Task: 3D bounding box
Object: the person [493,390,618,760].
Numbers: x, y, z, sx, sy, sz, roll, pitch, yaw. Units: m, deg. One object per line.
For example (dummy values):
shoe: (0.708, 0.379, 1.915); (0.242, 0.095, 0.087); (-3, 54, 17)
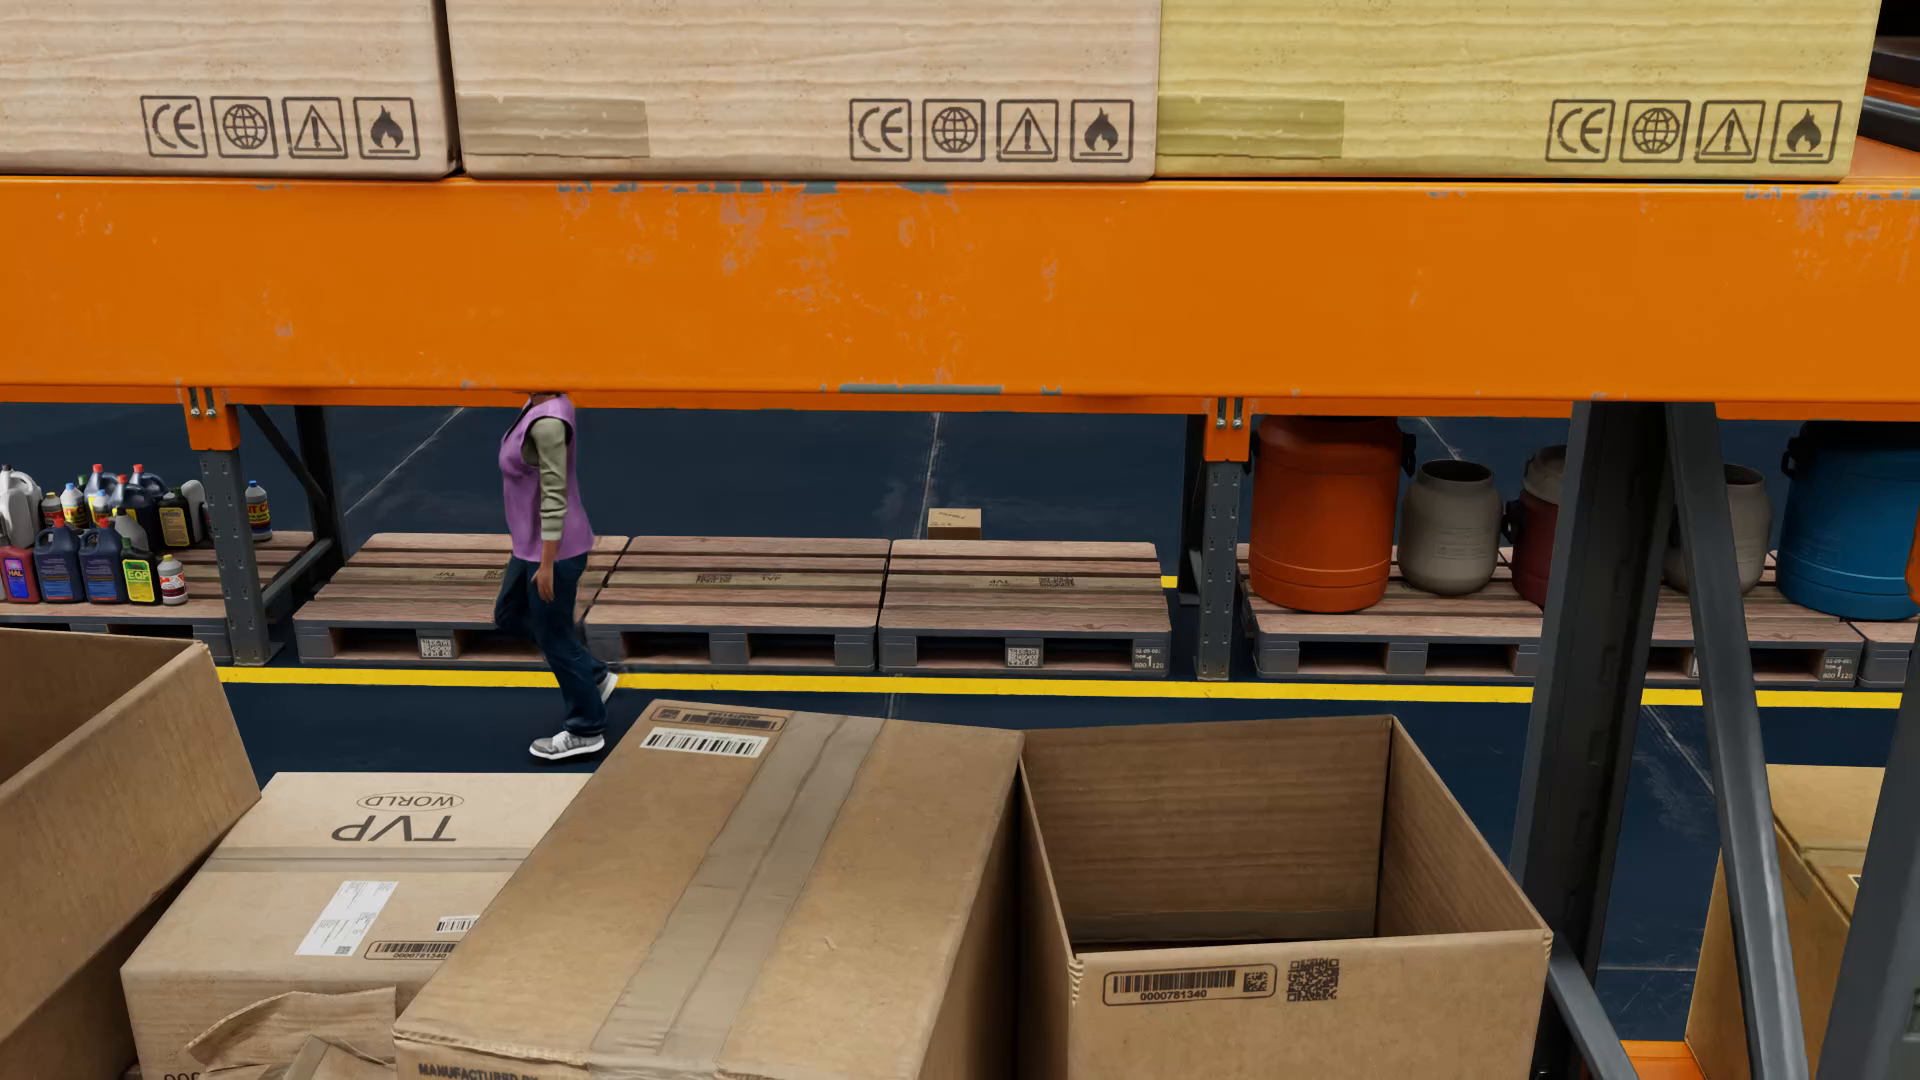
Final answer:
person: (-1.472, 0.039, 5.929); (0.427, 1.588, 0.434); (-5, 22, -13)
